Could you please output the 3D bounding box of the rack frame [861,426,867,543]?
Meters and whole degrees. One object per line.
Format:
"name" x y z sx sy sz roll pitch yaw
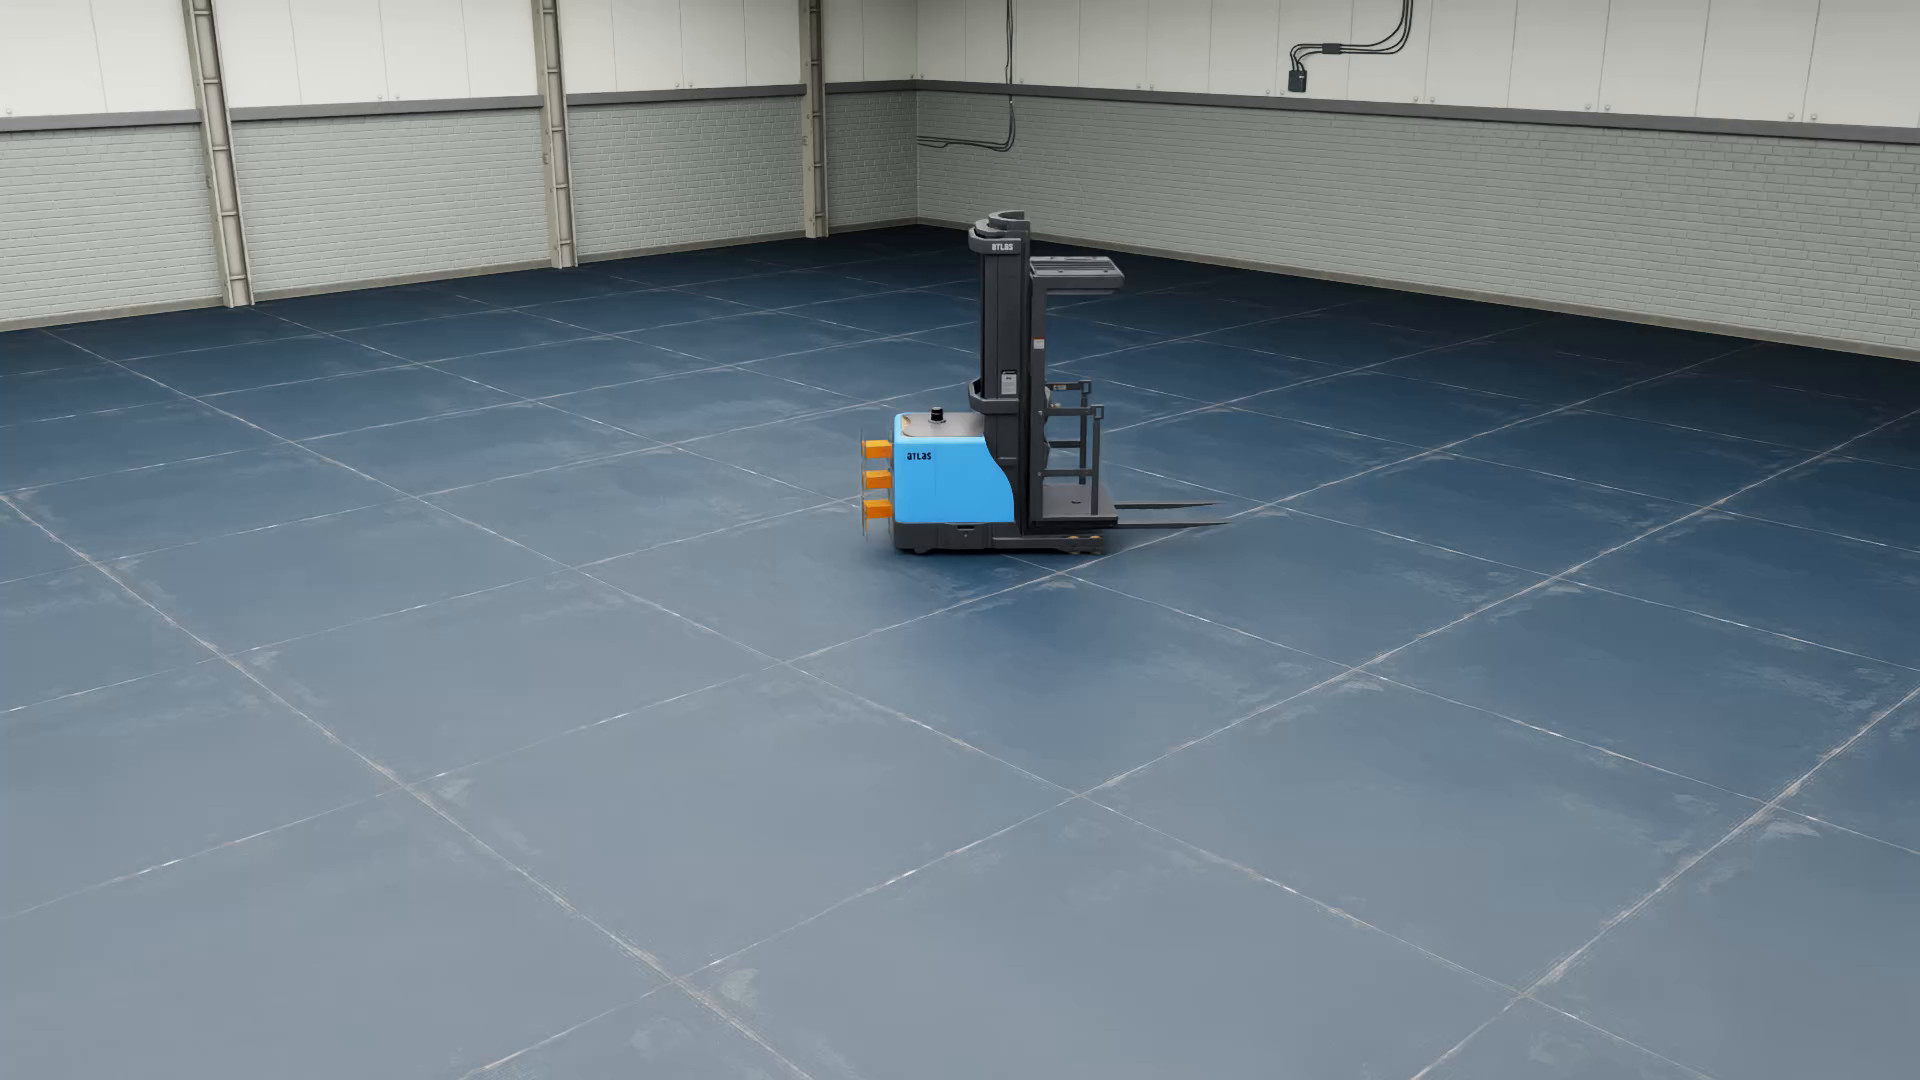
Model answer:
"rack frame" -0.870 -0.497 15.081 0.008 1.050 0.200 -4 18 -13

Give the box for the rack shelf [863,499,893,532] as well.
"rack shelf" -0.751 -0.231 15.197 0.240 0.259 0.215 -4 18 -13

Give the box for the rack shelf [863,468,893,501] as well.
"rack shelf" -0.751 -0.496 15.111 0.240 0.259 0.215 -4 18 -13

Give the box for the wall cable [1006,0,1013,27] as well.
"wall cable" 1.903 -11.293 32.337 0.112 2.526 3.097 -16 24 -41

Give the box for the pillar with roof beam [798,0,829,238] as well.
"pillar with roof beam" -0.047 -9.681 30.520 0.400 9.000 9.100 -16 24 -41

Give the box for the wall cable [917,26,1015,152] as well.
"wall cable" 0.045 -9.497 34.986 0.112 2.526 3.097 -16 24 -41

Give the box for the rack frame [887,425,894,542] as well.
"rack frame" -0.633 -0.515 15.135 0.008 1.050 0.200 -4 18 -13

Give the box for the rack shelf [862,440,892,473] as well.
"rack shelf" -0.751 -0.766 15.024 0.240 0.259 0.215 -4 18 -13

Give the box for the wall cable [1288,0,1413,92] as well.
"wall cable" 6.555 -10.461 27.410 0.169 6.003 2.305 -16 24 -41

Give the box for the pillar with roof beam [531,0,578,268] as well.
"pillar with roof beam" -4.407 -8.410 26.599 0.400 9.000 9.100 -16 24 -41

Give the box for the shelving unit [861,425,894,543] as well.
"shelving unit" -0.751 -0.506 15.108 0.252 1.050 0.215 -4 18 -13

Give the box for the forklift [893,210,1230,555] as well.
"forklift" 0.910 -1.425 14.892 3.031 2.935 1.130 -1 18 -2

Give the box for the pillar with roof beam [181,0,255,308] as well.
"pillar with roof beam" -8.766 -7.139 22.677 0.400 9.000 9.100 -16 24 -41
